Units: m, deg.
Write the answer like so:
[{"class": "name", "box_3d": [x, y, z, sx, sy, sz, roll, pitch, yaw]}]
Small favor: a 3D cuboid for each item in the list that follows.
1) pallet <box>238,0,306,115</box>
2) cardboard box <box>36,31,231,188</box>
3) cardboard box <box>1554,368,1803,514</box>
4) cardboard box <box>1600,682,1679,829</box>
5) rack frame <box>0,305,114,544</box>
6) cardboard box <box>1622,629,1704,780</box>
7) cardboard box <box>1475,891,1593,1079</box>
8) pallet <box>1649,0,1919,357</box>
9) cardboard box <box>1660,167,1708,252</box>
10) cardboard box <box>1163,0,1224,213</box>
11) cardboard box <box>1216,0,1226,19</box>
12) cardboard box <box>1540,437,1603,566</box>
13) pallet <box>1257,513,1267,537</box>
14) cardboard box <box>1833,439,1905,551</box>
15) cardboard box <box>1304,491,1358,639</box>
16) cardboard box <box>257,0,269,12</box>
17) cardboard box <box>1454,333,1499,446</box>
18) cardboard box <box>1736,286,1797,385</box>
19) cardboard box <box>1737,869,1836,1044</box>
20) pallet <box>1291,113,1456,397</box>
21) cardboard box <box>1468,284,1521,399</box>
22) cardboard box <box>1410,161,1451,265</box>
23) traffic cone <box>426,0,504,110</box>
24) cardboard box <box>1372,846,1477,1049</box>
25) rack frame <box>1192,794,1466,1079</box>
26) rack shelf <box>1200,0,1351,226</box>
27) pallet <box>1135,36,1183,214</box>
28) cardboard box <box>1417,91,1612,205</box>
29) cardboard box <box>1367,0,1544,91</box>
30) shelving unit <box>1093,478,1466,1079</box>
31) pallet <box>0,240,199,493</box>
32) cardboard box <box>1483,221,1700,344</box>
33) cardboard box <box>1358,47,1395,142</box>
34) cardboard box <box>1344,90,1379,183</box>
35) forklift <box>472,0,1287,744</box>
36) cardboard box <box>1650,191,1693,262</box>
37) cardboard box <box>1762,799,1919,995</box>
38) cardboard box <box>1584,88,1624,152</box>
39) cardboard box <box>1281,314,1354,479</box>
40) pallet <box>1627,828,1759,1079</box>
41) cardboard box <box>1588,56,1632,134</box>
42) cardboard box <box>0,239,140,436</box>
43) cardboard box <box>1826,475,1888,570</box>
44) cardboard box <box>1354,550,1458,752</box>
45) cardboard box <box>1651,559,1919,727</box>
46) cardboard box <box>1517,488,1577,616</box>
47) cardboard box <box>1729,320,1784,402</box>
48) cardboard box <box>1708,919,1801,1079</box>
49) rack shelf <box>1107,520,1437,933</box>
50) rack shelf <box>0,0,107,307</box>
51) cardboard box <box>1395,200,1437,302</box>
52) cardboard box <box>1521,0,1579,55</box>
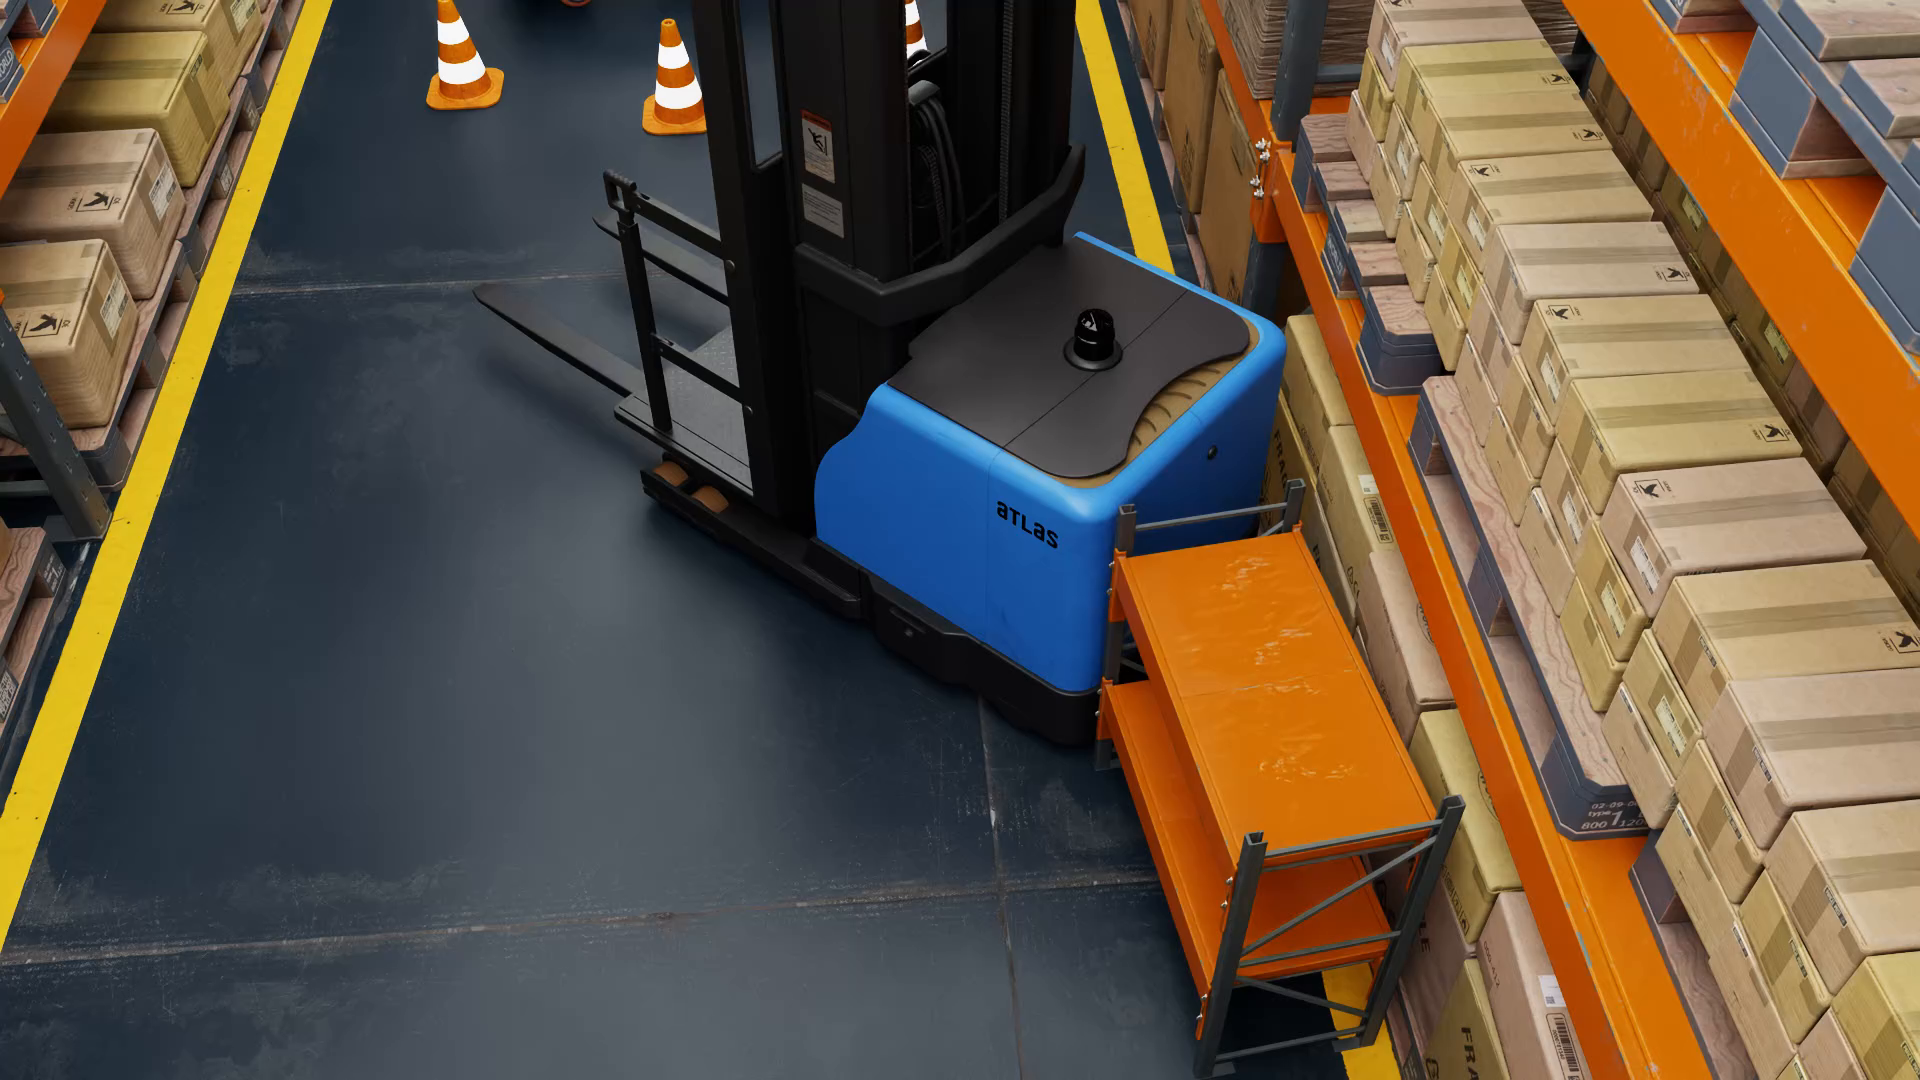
[{"class": "pallet", "box_3d": [-3.729, -2.414, 7.891, 1.003, 0.211, 1.213, -3, 47, -3]}, {"class": "cardboard box", "box_3d": [-3.626, -1.775, 6.886, 0.950, 0.372, 0.625, -2, 47, -2]}, {"class": "cardboard box", "box_3d": [1.438, -0.201, 3.349, 0.380, 0.149, 0.250, -4, 47, -4]}, {"class": "cardboard box", "box_3d": [1.477, 0.394, 3.195, 0.380, 0.149, 0.250, -5, 47, -5]}, {"class": "rack frame", "box_3d": [-3.461, -1.042, 4.671, 1.000, 3.000, 0.127, -3, 47, -3]}, {"class": "cardboard box", "box_3d": [1.480, 0.285, 3.093, 0.380, 0.149, 0.250, -6, 47, -5]}, {"class": "cardboard box", "box_3d": [1.454, 1.039, 3.616, 0.500, 0.250, 0.500, -1, 47, -1]}, {"class": "pallet", "box_3d": [1.763, -0.692, 2.403, 1.213, 0.211, 1.003, -3, 47, -3]}, {"class": "cardboard box", "box_3d": [2.007, -0.864, 4.181, 0.380, 0.149, 0.250, -2, 47, -2]}, {"class": "cardboard box", "box_3d": [1.426, -1.865, 6.711, 1.050, 0.750, 0.750, -3, 47, -3]}, {"class": "cardboard box", "box_3d": [1.118, -2.121, 5.624, 0.500, 0.500, 0.500, -3, 47, -3]}, {"class": "cardboard box", "box_3d": [1.440, -0.088, 3.446, 0.380, 0.149, 0.250, -2, 47, -2]}, {"class": "pallet", "box_3d": [1.528, 0.108, 5.502, 1.003, 0.211, 1.213, -3, 47, -3]}, {"class": "cardboard box", "box_3d": [2.091, -0.127, 3.483, 0.380, 0.149, 0.250, -4, 47, -4]}, {"class": "cardboard box", "box_3d": [1.314, 0.190, 4.937, 0.500, 0.500, 0.500, -3, 47, -3]}, {"class": "cardboard box", "box_3d": [-3.749, -2.798, 7.854, 0.950, 0.372, 0.625, -3, 47, -3]}, {"class": "cardboard box", "box_3d": [1.394, -0.361, 3.910, 0.380, 0.149, 0.250, -2, 47, -2]}, {"class": "cardboard box", "box_3d": [2.046, -0.502, 3.839, 0.380, 0.149, 0.250, -4, 47, -4]}, {"class": "cardboard box", "box_3d": [1.527, 0.671, 2.727, 0.380, 0.149, 0.250, -2, 47, -2]}, {"class": "pallet", "box_3d": [1.629, -0.841, 4.613, 1.213, 0.211, 1.003, -3, 47, -3]}, {"class": "cardboard box", "box_3d": [1.396, -0.463, 3.801, 0.380, 0.149, 0.250, -3, 47, -3]}, {"class": "cardboard box", "box_3d": [1.354, -0.826, 4.145, 0.380, 0.149, 0.250, -5, 47, -5]}, {"class": "traffic cone", "box_3d": [-2.296, -2.252, 7.564, 0.336, 0.463, 0.334, -3, 47, -3]}, {"class": "cardboard box", "box_3d": [1.404, 0.930, 4.236, 0.500, 0.500, 0.500, -4, 47, -4]}, {"class": "rack frame", "box_3d": [0.864, 0.996, 4.032, 0.500, 1.125, 0.032, -9, 47, -8]}, {"class": "rack shelf", "box_3d": [1.296, -2.616, 6.657, 1.077, 0.370, 4.000, -3, 47, -3]}, {"class": "pallet", "box_3d": [1.374, -1.913, 7.416, 1.003, 0.211, 1.213, -3, 47, -3]}, {"class": "cardboard box", "box_3d": [1.351, -0.961, 4.068, 0.380, 0.149, 0.250, -4, 47, -4]}, {"class": "cardboard box", "box_3d": [1.310, -1.330, 4.417, 0.380, 0.149, 0.250, -3, 47, -3]}, {"class": "shelving unit", "box_3d": [0.759, 0.634, 4.374, 0.538, 1.125, 1.048, -9, 47, -8]}, {"class": "pallet", "box_3d": [-3.524, -0.649, 6.219, 1.003, 0.211, 1.213, -3, 47, -3]}, {"class": "cardboard box", "box_3d": [1.397, -0.573, 3.701, 0.380, 0.149, 0.250, -2, 47, -1]}, {"class": "cardboard box", "box_3d": [1.304, -1.215, 4.513, 0.380, 0.149, 0.250, -2, 47, -2]}, {"class": "cardboard box", "box_3d": [1.300, -1.138, 4.646, 0.380, 0.149, 0.250, -4, 47, -4]}, {"class": "forklift", "box_3d": [-0.483, -1.296, 4.959, 3.031, 2.935, 1.130, 31, 54, 26]}, {"class": "cardboard box", "box_3d": [2.004, -0.779, 4.306, 0.380, 0.149, 0.250, -3, 47, -3]}, {"class": "cardboard box", "box_3d": [1.527, 0.555, 2.632, 0.380, 0.149, 0.250, -5, 47, -5]}, {"class": "cardboard box", "box_3d": [1.963, -1.145, 4.653, 0.380, 0.149, 0.250, -3, 47, -3]}, {"class": "cardboard box", "box_3d": [1.280, -0.445, 5.022, 0.500, 0.250, 0.500, -5, 47, -5]}, {"class": "pallet", "box_3d": [1.880, 0.982, 2.886, 1.003, 0.211, 1.213, -3, 47, -3]}, {"class": "cardboard box", "box_3d": [1.959, -1.247, 4.544, 0.380, 0.149, 0.250, -3, 47, -2]}, {"class": "cardboard box", "box_3d": [-3.498, -0.693, 5.861, 0.950, 0.372, 0.625, -6, 47, -6]}, {"class": "cardboard box", "box_3d": [2.091, -0.020, 3.587, 0.380, 0.149, 0.250, -5, 47, -5]}, {"class": "cardboard box", "box_3d": [1.351, 0.280, 4.334, 0.500, 0.250, 0.500, -3, 47, -3]}, {"class": "cardboard box", "box_3d": [1.488, 0.187, 2.981, 0.380, 0.149, 0.250, -5, 47, -5]}, {"class": "cardboard box", "box_3d": [1.433, 0.009, 3.559, 0.380, 0.149, 0.250, -5, 47, -5]}, {"class": "cardboard box", "box_3d": [2.045, -0.404, 3.951, 0.380, 0.149, 0.250, -5, 47, -5]}, {"class": "cardboard box", "box_3d": [1.527, 0.776, 2.833, 0.380, 0.149, 0.250, -4, 47, -3]}, {"class": "rack shelf", "box_3d": [0.759, 0.433, 4.162, 0.538, 0.278, 1.000, -9, 47, -8]}, {"class": "rack shelf", "box_3d": [-3.628, -2.242, 6.303, 1.077, 0.370, 4.000, -3, 47, -3]}, {"class": "cardboard box", "box_3d": [1.345, -0.749, 4.277, 0.380, 0.149, 0.250, -1, 47, -1]}, {"class": "cardboard box", "box_3d": [1.695, -1.792, 5.312, 0.500, 0.500, 0.500, -3, 47, -3]}]
